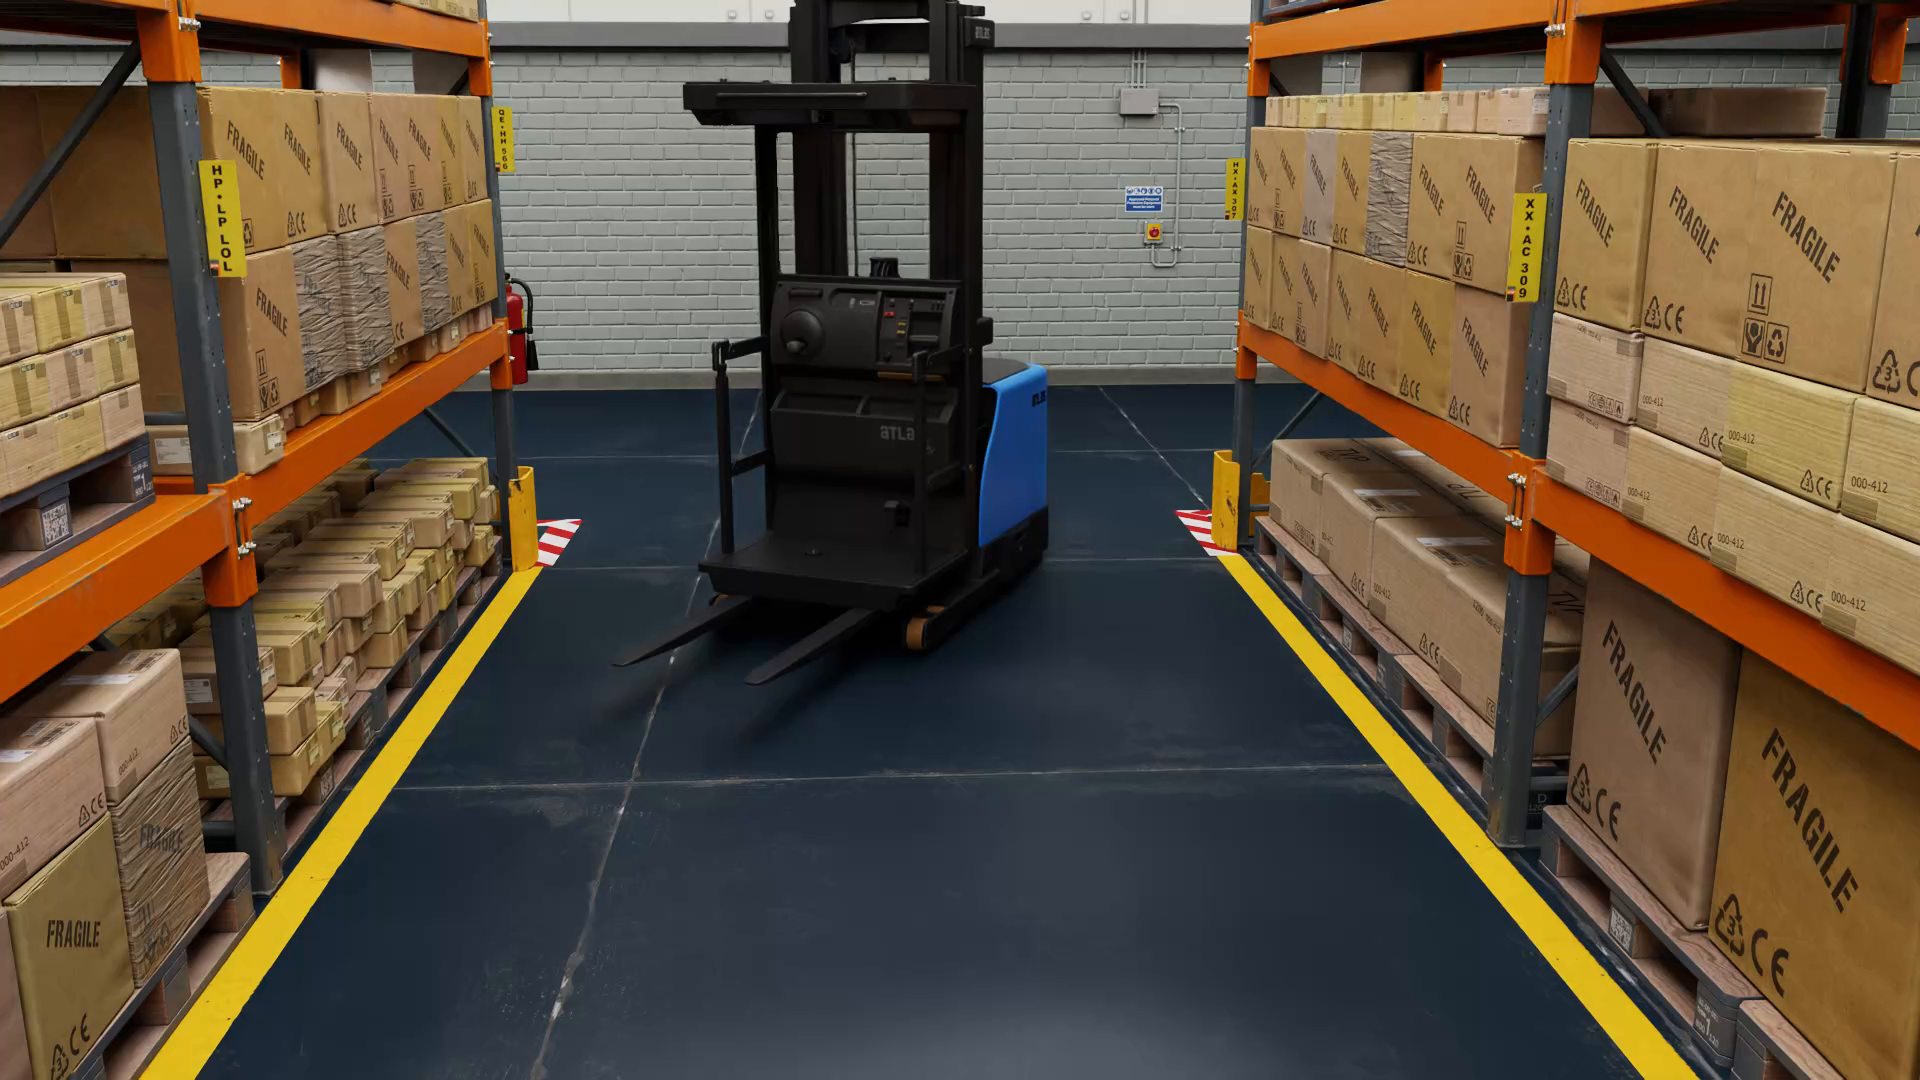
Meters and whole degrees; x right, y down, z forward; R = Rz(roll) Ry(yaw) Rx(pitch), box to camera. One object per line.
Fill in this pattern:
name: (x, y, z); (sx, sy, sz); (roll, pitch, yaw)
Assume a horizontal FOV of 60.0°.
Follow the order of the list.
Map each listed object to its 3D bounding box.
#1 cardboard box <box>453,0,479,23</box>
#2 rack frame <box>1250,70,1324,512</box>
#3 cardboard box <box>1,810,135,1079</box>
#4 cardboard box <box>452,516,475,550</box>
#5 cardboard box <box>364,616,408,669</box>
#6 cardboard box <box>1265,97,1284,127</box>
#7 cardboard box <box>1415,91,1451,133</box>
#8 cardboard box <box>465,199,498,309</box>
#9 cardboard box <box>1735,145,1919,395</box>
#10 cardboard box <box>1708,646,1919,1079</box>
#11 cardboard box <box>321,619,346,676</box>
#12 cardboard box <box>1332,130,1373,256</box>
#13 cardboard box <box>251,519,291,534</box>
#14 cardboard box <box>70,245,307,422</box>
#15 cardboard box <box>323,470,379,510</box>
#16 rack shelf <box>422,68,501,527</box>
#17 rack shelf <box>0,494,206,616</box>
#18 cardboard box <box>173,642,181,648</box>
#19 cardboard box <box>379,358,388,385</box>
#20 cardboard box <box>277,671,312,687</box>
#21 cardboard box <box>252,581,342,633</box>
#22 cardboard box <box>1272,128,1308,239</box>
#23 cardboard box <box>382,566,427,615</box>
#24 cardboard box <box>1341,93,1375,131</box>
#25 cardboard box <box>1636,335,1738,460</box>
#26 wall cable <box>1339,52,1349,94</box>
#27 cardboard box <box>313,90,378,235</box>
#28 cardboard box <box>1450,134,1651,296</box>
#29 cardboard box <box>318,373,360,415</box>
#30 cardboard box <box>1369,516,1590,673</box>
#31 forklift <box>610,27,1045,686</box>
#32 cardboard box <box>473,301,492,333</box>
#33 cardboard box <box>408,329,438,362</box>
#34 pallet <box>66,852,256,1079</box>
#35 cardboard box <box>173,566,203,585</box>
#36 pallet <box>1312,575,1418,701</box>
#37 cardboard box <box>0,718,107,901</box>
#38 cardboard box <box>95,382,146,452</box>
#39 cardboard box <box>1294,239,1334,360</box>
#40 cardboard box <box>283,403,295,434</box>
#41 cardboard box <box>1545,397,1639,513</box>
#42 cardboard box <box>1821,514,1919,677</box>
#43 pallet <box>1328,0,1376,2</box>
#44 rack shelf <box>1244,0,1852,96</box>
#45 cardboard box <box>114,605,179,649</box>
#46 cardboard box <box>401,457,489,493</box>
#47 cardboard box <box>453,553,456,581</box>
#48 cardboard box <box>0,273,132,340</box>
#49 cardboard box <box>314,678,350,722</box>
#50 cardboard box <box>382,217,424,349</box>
cardboard box: (-2.606, -2.609, 7.926); (0.500, 0.250, 0.500); (-1, 14, -5)
rack frame: (2.039, -1.439, 9.100); (0.949, 2.616, 0.053); (-1, 14, -3)
cardboard box: (-2.322, 0.972, 3.902); (0.500, 0.500, 0.500); (-1, 14, -5)
cardboard box: (-2.547, -0.048, 7.976); (0.380, 0.149, 0.250); (-1, 15, -6)
cardboard box: (-2.473, 0.417, 6.764); (0.380, 0.149, 0.250); (-1, 14, -5)
cardboard box: (1.782, -2.193, 8.522); (0.380, 0.149, 0.250); (-1, 14, -2)
cardboard box: (1.949, -1.617, 6.280); (0.380, 0.149, 0.250); (-1, 14, -4)
cardboard box: (-2.613, -1.422, 8.237); (0.500, 0.500, 0.500); (-1, 14, -2)
cardboard box: (2.112, -0.612, 3.679); (0.500, 0.500, 0.500); (-1, 14, -5)
cardboard box: (2.466, 0.759, 3.979); (0.875, 0.875, 0.875); (0, 14, -2)
cardboard box: (-2.524, 0.407, 6.208); (0.380, 0.149, 0.250); (-2, 15, -6)
cardboard box: (1.892, -1.468, 7.003); (0.500, 0.500, 0.500); (-1, 14, -3)
cardboard box: (-3.103, 0.014, 7.136); (0.380, 0.149, 0.250); (-1, 14, -3)
cardboard box: (-2.429, -0.662, 5.283); (0.500, 0.500, 0.500); (-1, 14, -4)
cardboard box: (-3.068, -0.246, 8.148); (0.380, 0.149, 0.250); (-1, 14, -2)
rack shelf: (-2.901, -1.337, 8.705); (0.949, 2.616, 0.053); (-1, 14, -3)
rack shelf: (-2.526, 0.408, 2.971); (0.919, 0.124, 3.809); (-1, 14, -3)
cardboard box: (-2.968, 0.420, 6.157); (0.380, 0.149, 0.250); (-1, 14, -3)
cardboard box: (-2.534, -0.689, 6.690); (0.380, 0.149, 0.250); (0, 14, -1)
cardboard box: (-2.459, 0.534, 5.713); (0.380, 0.149, 0.250); (-1, 14, -3)
cardboard box: (-2.526, 0.262, 6.175); (0.380, 0.149, 0.250); (-1, 14, -5)
cardboard box: (1.821, -1.720, 7.983); (0.500, 0.500, 0.500); (-1, 14, -5)
cardboard box: (-2.459, 0.212, 6.962); (0.380, 0.149, 0.250); (-1, 14, -3)
cardboard box: (1.836, -1.807, 7.020); (0.380, 0.149, 0.250); (-1, 14, -5)
cardboard box: (2.090, -0.371, 4.245); (0.500, 0.250, 0.500); (-1, 14, -3)
wall cable: (3.078, -3.358, 14.518); (0.588, 1.984, 0.122); (-1, 14, -3)
cardboard box: (-2.483, -1.390, 6.104); (0.500, 0.500, 0.500); (-1, 14, -3)
cardboard box: (1.979, -1.090, 5.536); (0.500, 0.500, 0.500); (-1, 14, -4)
cardboard box: (-2.462, -0.557, 6.174); (0.380, 0.149, 0.250); (-1, 14, -2)
cardboard box: (2.296, 0.213, 6.979); (0.875, 0.438, 0.875); (-1, 14, -5)
forklift: (2.355, -1.810, 6.109); (7.407, 5.209, 9.711); (6, 15, 21)
cardboard box: (-2.596, -1.139, 8.438); (0.380, 0.149, 0.250); (-1, 14, -3)
cardboard box: (-2.561, -0.885, 7.452); (0.380, 0.149, 0.250); (-2, 15, -6)
pallet: (-2.601, 1.201, 4.434); (1.003, 0.211, 1.213); (-1, 14, -3)
cardboard box: (-3.057, 0.206, 6.392); (0.380, 0.149, 0.250); (-2, 15, -6)
pallet: (2.236, 0.412, 7.502); (1.003, 0.211, 1.213); (-1, 14, -3)
cardboard box: (-2.333, 0.611, 3.802); (0.500, 0.250, 0.500); (0, 14, -1)
cardboard box: (-2.428, -0.329, 4.446); (0.380, 0.149, 0.250); (-1, 14, -5)
cardboard box: (1.852, -1.112, 7.626); (0.500, 0.500, 0.500); (-1, 14, -4)
cardboard box: (-2.500, -0.425, 5.663); (0.380, 0.149, 0.250); (-2, 15, -6)
cardboard box: (2.048, -0.258, 4.811); (0.500, 0.250, 0.500); (-1, 14, -5)
cardboard box: (2.119, 0.123, 3.331); (0.500, 0.250, 0.500); (-1, 14, -4)
pallet: (2.171, -2.360, 6.838); (1.003, 0.211, 1.213); (-1, 14, -3)
rack shelf: (2.160, -2.046, 6.882); (1.077, 0.370, 4.000); (-1, 14, -3)
cardboard box: (-3.010, 0.337, 5.880); (0.380, 0.149, 0.250); (-1, 14, -4)
cardboard box: (-2.612, -0.321, 8.437); (0.380, 0.149, 0.250); (-1, 14, -3)
cardboard box: (-2.582, 0.158, 7.771); (0.380, 0.149, 0.250); (-1, 14, -3)
cardboard box: (-2.431, -0.616, 4.367); (0.380, 0.149, 0.250); (0, 14, -1)
cardboard box: (-2.436, 0.612, 6.007); (0.380, 0.149, 0.250); (-1, 14, -4)
cardboard box: (-2.525, -1.044, 6.766); (0.500, 0.500, 0.500); (0, 14, -1)
